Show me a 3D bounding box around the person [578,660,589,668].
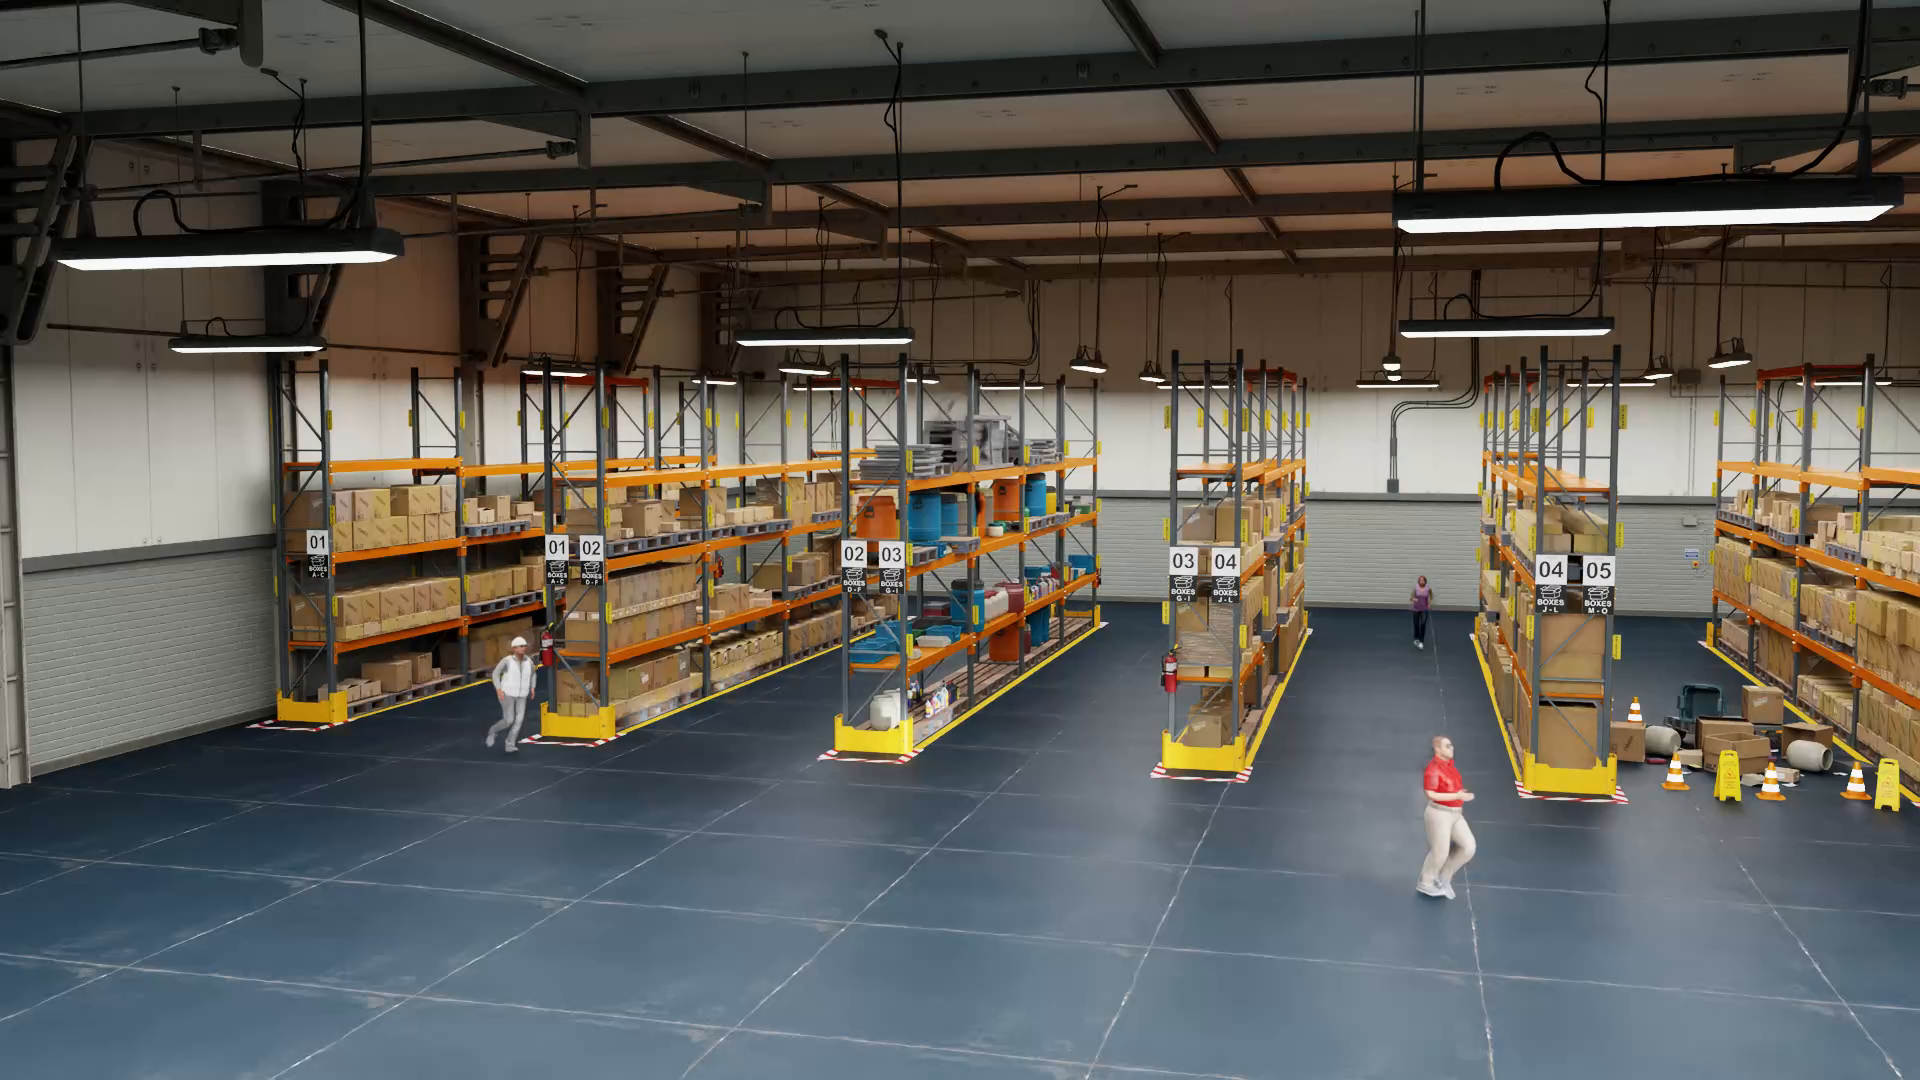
[{"bbox_3d":[-6.800,2.007,30.222,0.532,1.612,0.798,1,4,11],"label":"person"}]

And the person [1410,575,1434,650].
[{"bbox_3d":[10.145,1.587,36.586,0.485,1.641,0.774,2,4,22],"label":"person"}]

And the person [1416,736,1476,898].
[{"bbox_3d":[5.093,2.913,17.329,0.660,1.740,0.626,4,6,44],"label":"person"}]

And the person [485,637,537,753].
[{"bbox_3d":[-6.747,2.338,25.199,0.737,1.733,0.652,-4,6,-44],"label":"person"}]
